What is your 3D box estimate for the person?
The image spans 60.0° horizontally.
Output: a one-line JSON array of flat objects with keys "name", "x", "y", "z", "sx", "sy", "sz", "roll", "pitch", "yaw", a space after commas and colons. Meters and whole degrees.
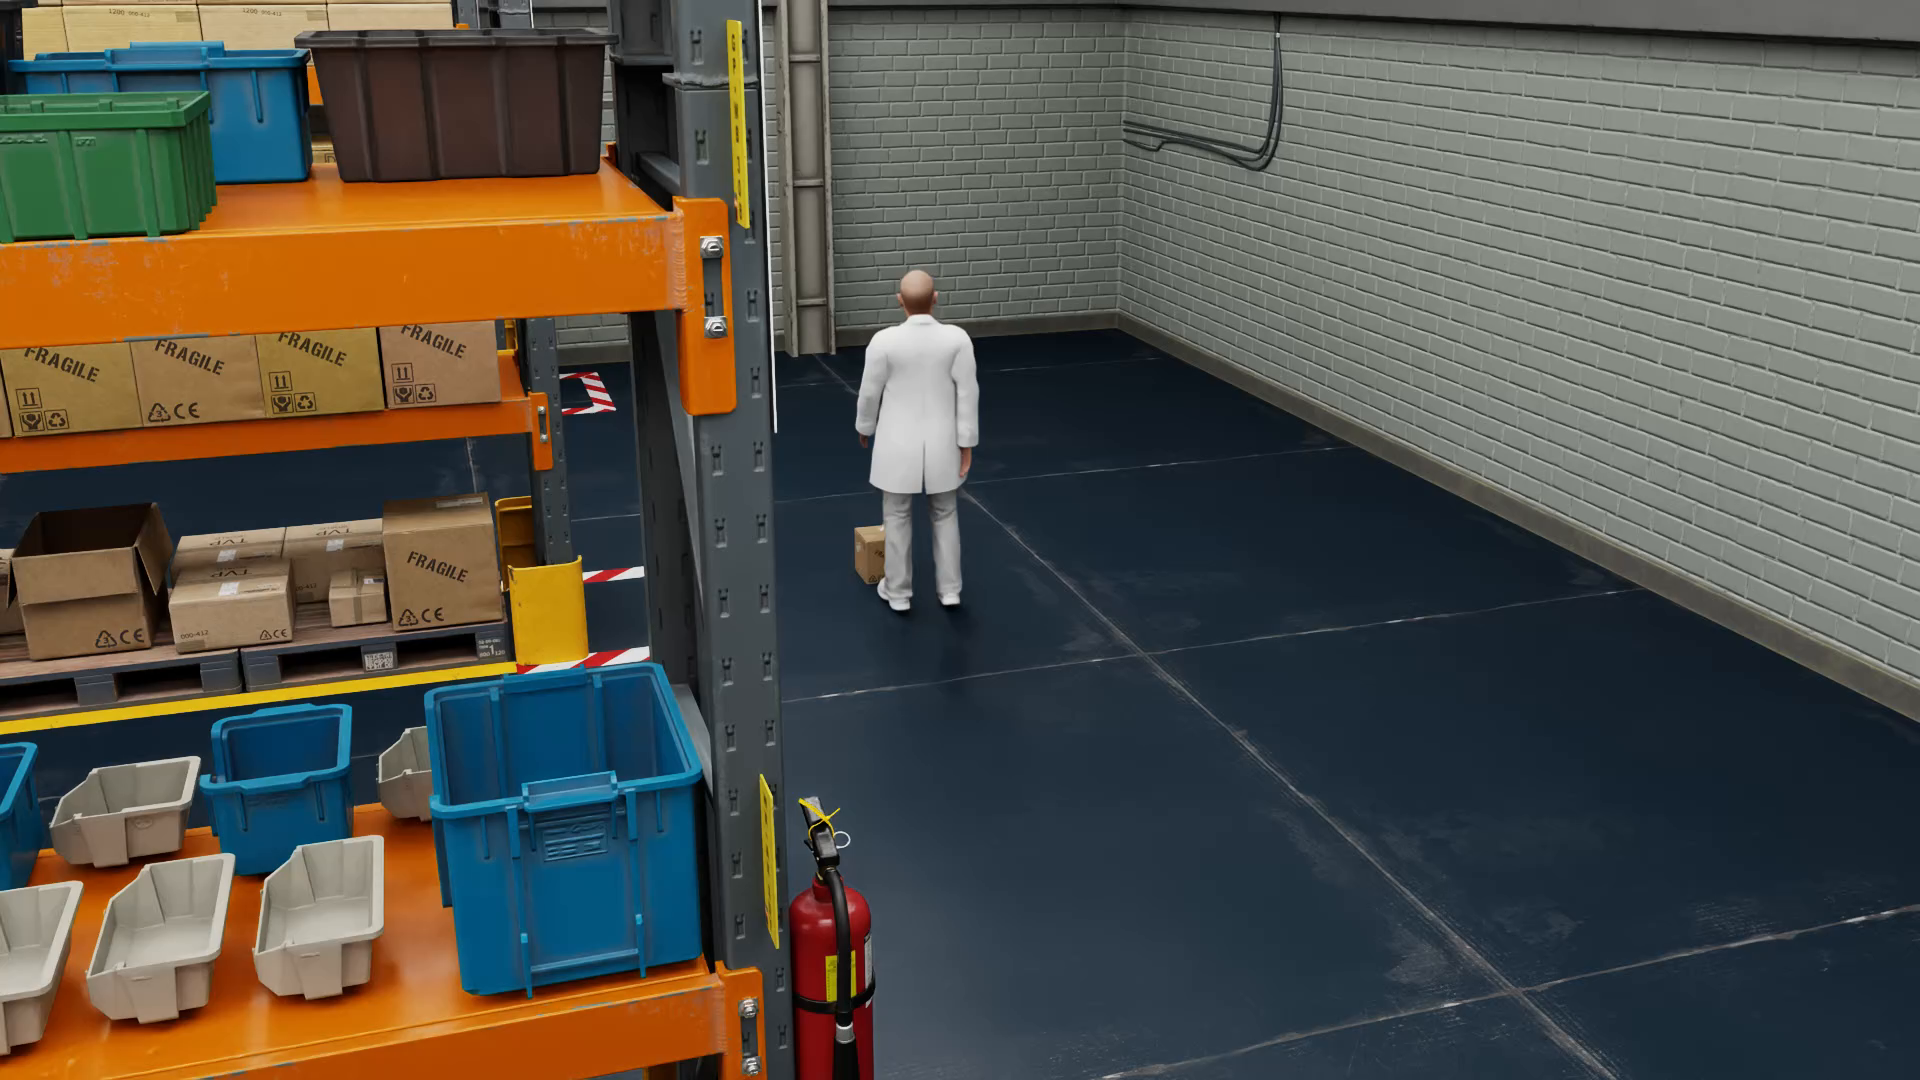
[{"name": "person", "x": -0.229, "y": -0.494, "z": 8.507, "sx": 0.592, "sy": 1.812, "sz": 0.493, "roll": -4, "pitch": 19, "yaw": -12}]
